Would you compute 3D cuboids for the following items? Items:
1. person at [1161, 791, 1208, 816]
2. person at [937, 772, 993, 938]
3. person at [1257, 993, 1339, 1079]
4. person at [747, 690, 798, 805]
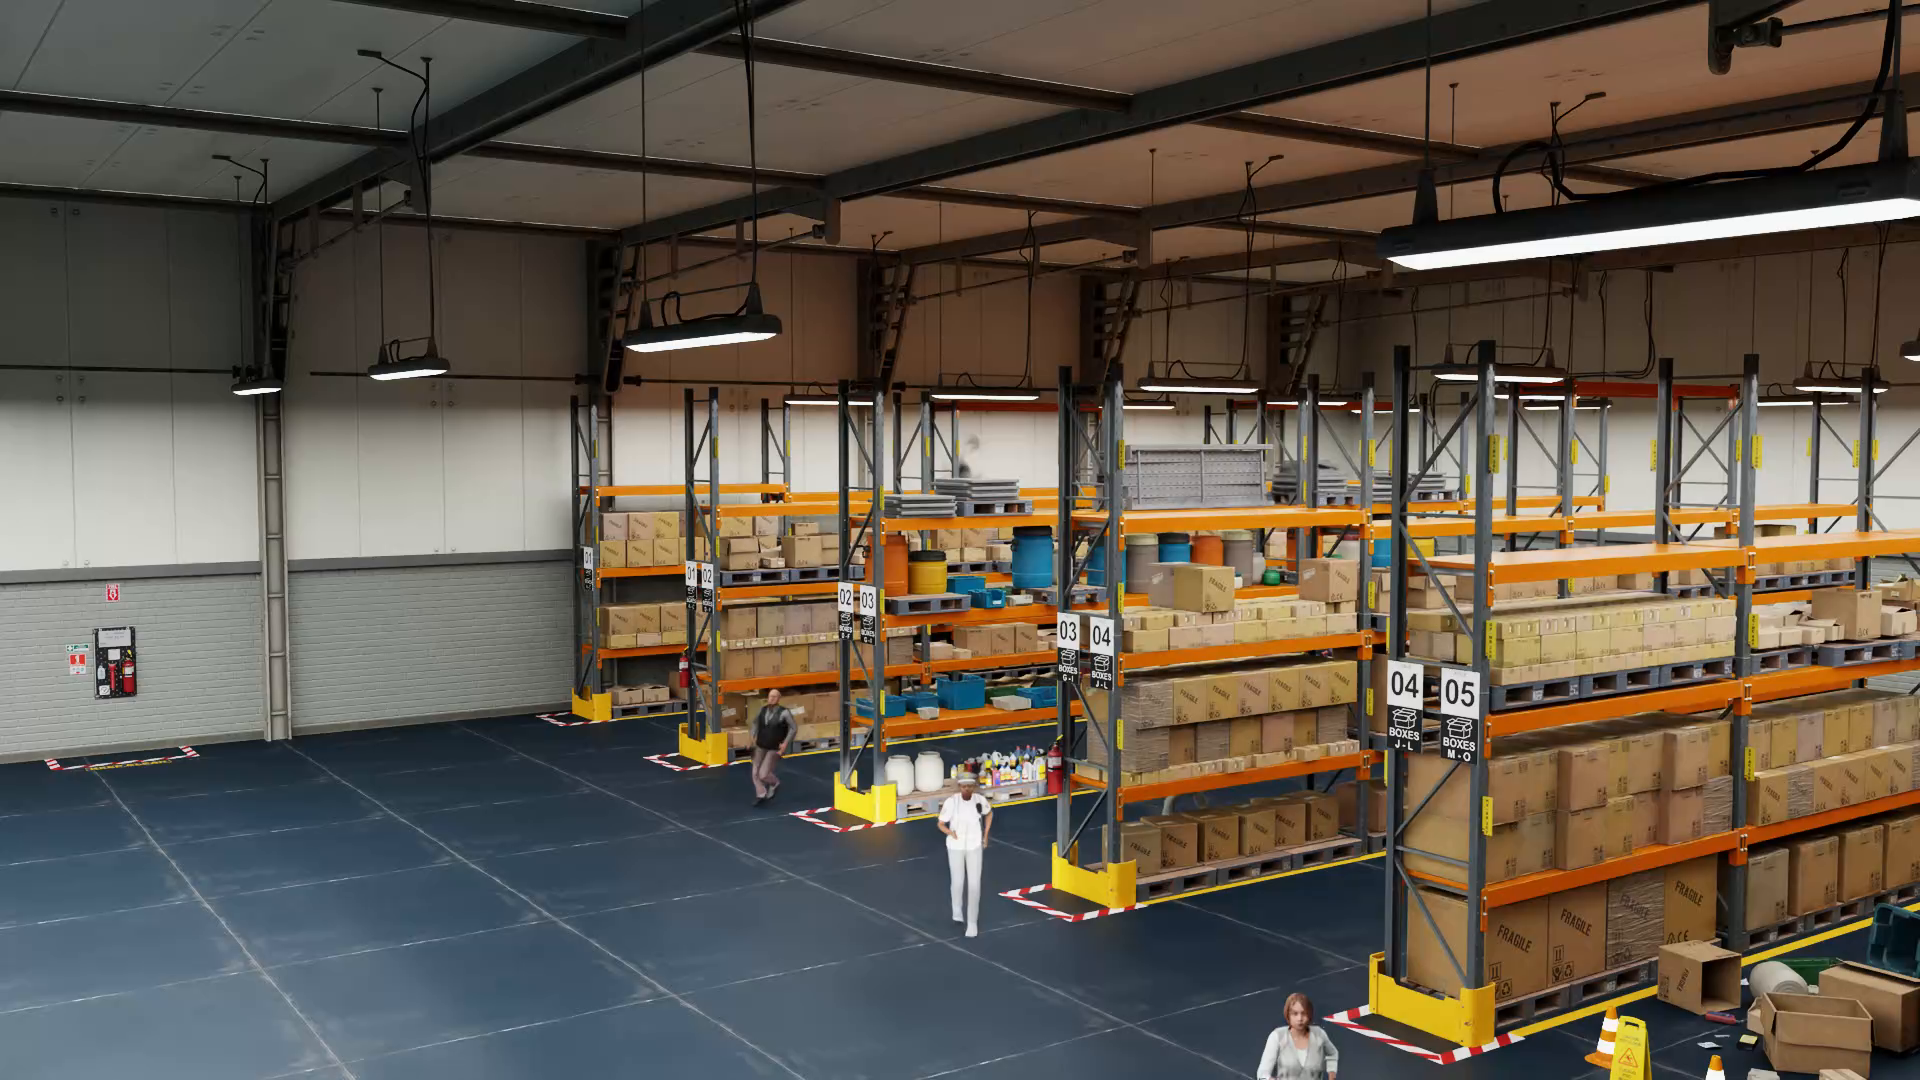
[{"bbox_3d":[2.979,2.966,22.239,0.564,1.655,0.969,3,5,42],"label":"person"},{"bbox_3d":[0.056,3.282,17.483,0.593,1.755,0.780,0,3,-2],"label":"person"},{"bbox_3d":[2.177,3.695,10.690,0.535,1.600,0.893,0,3,7],"label":"person"},{"bbox_3d":[-2.672,2.933,23.409,0.709,1.664,0.519,2,4,28],"label":"person"}]
